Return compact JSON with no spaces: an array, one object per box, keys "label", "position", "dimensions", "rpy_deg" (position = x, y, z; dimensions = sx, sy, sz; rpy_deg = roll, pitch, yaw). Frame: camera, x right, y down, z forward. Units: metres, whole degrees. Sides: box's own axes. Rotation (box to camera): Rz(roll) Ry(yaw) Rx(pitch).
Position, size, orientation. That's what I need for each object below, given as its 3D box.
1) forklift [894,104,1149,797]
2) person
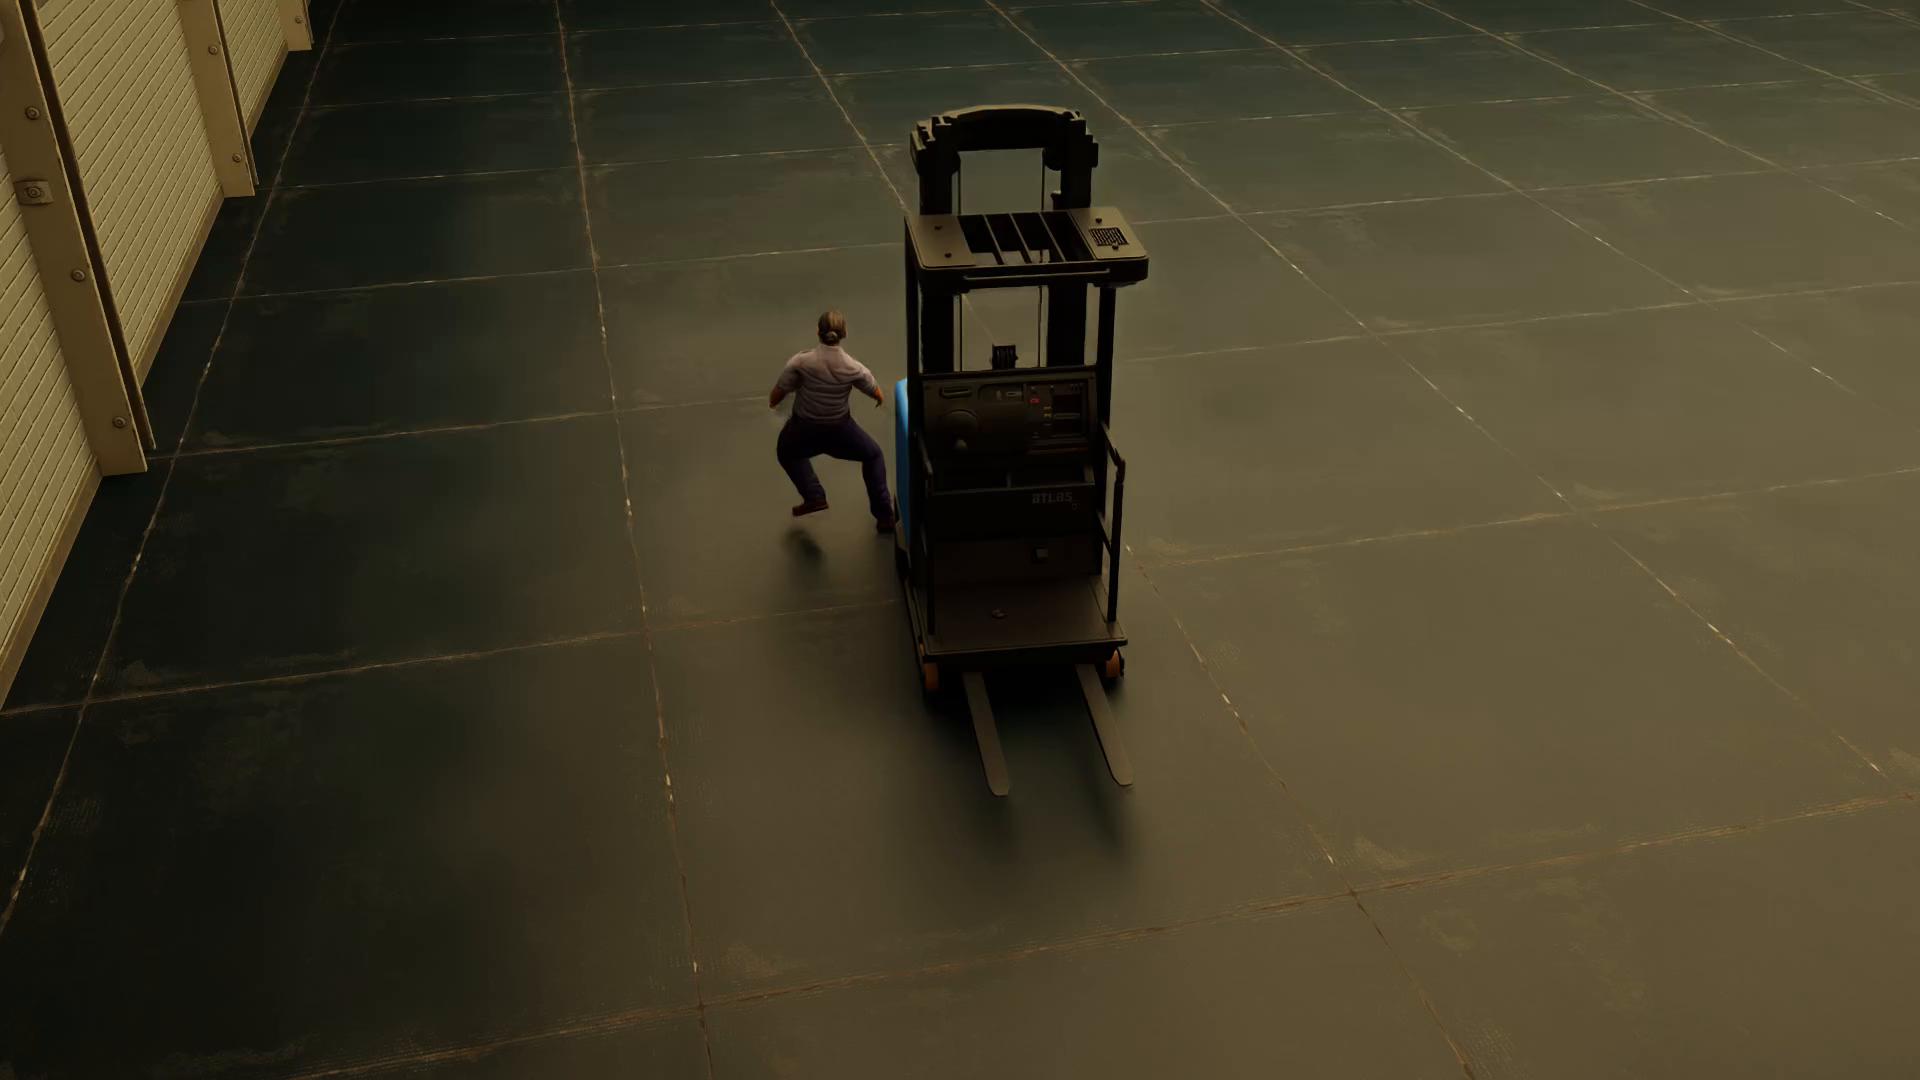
[{"label":"forklift","position":[0.298,-0.626,8.655],"dimensions":[1.130,2.935,3.031],"rpy_deg":[-4,30,-7]},{"label":"person","position":[-0.792,-0.749,10.348],"dimensions":[0.779,1.556,0.594],"rpy_deg":[-1,30,-2]}]
